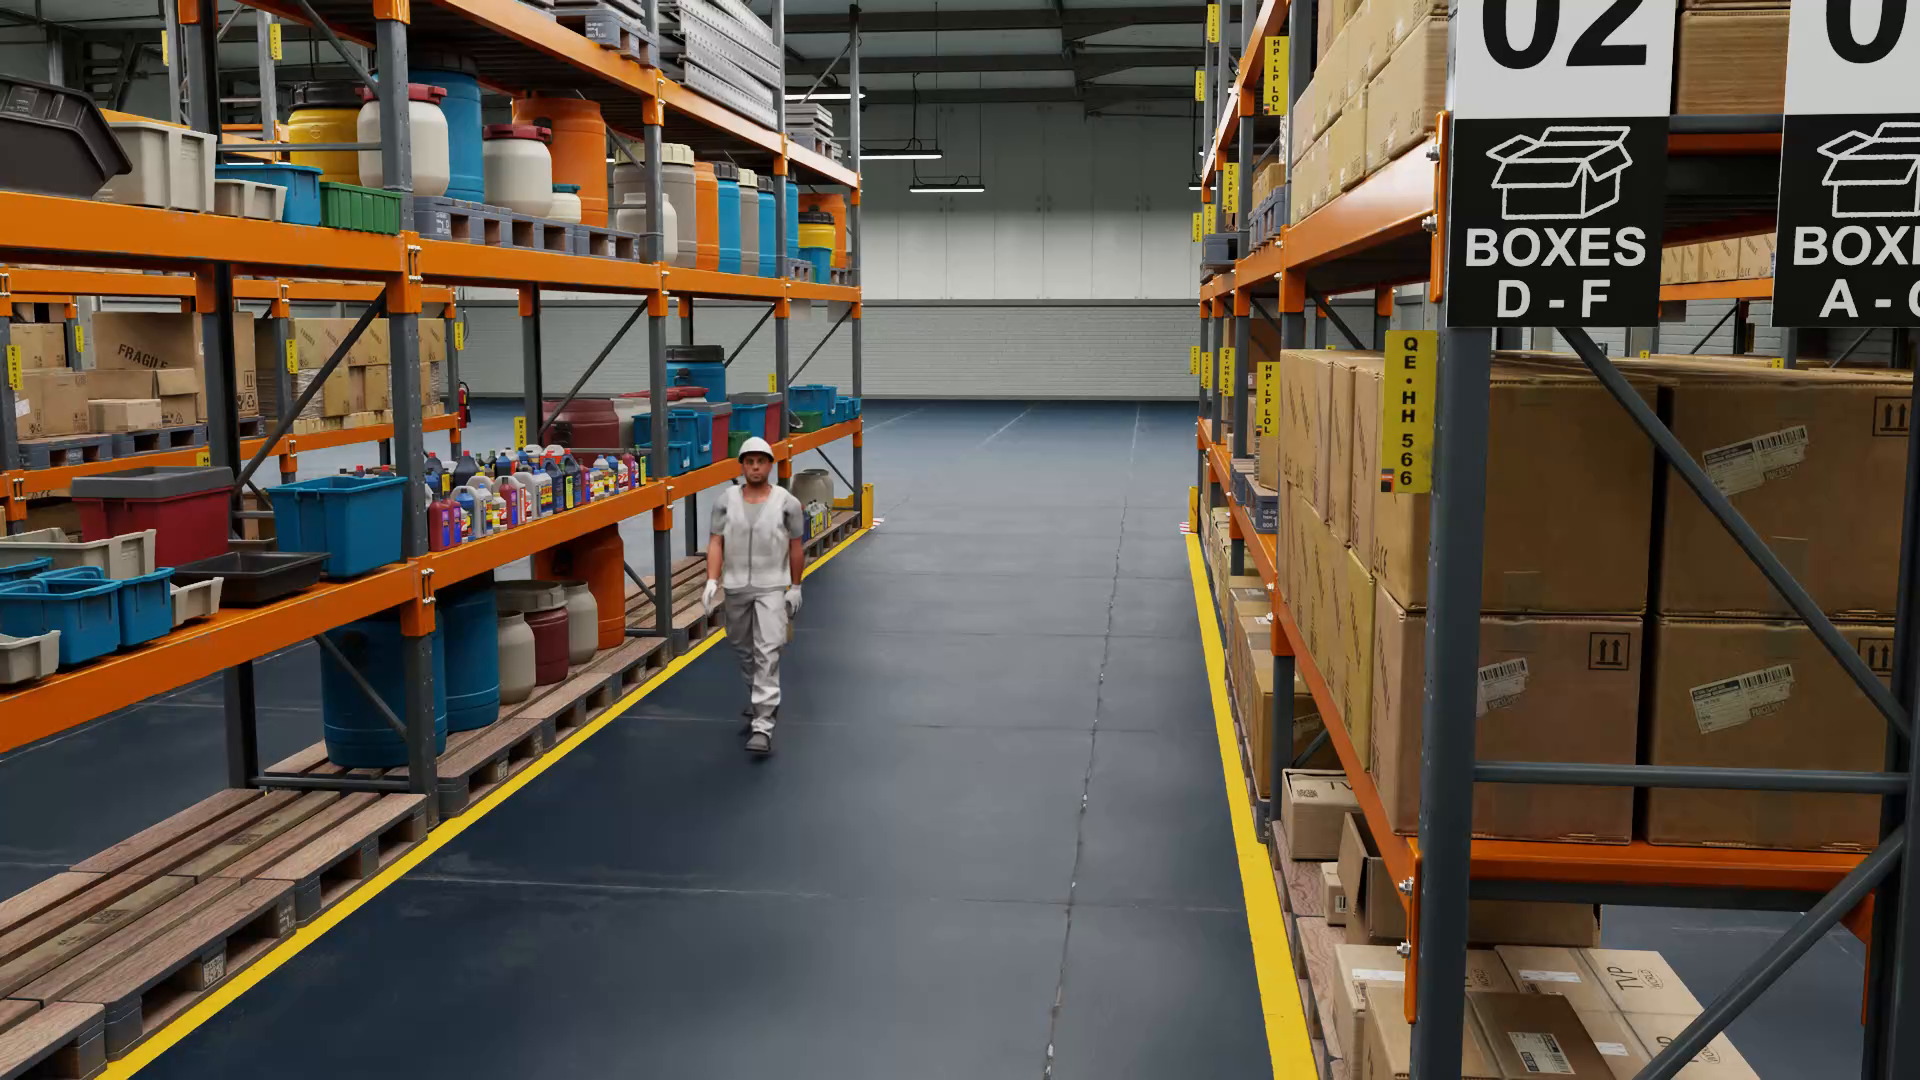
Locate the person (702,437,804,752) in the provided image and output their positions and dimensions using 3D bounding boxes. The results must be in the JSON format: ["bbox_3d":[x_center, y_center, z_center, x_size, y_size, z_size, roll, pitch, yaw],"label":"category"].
[{"bbox_3d":[-1.184,0.288,9.527,0.533,1.747,1.028,1,8,6],"label":"person"}]
